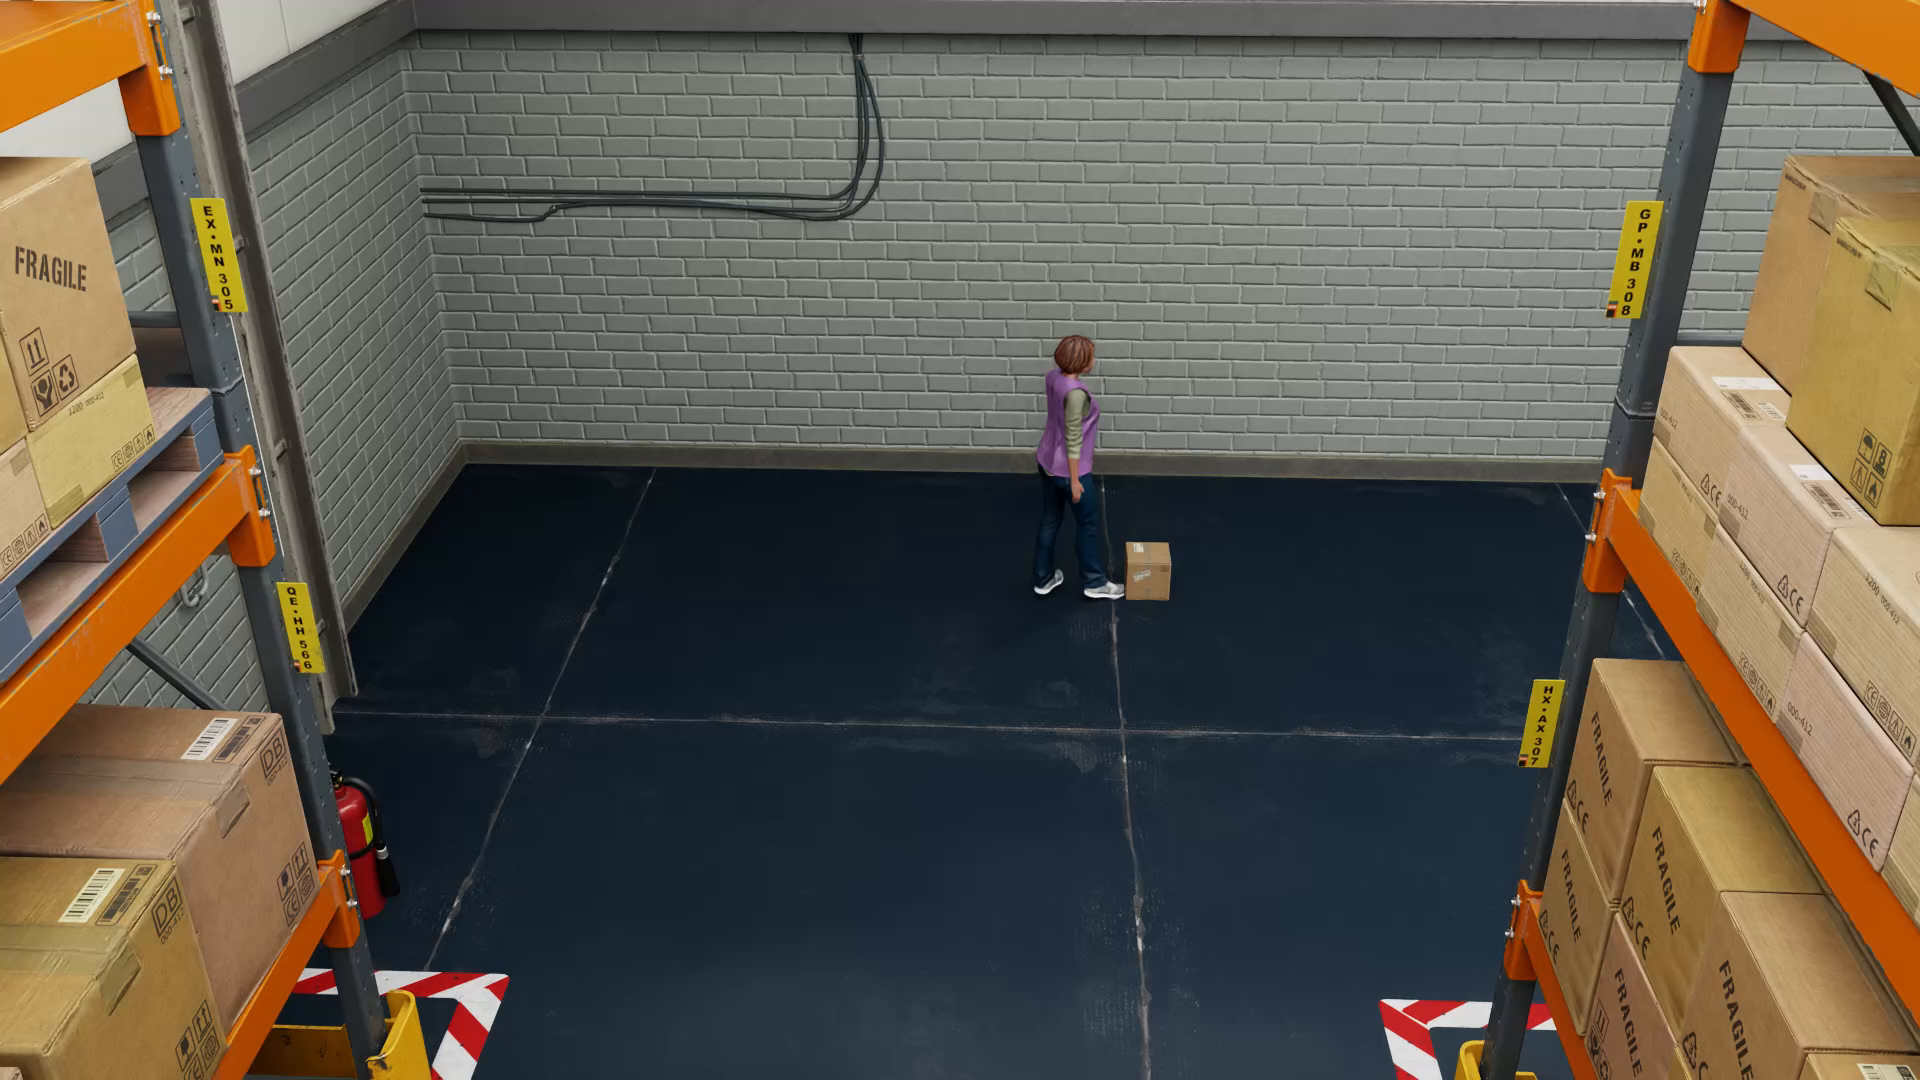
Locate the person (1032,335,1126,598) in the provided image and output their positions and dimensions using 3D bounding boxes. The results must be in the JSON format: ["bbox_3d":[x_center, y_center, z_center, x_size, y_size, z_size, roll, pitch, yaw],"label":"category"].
[{"bbox_3d":[0.666,-0.423,9.402,0.532,1.597,0.453,-12,31,-21],"label":"person"}]
